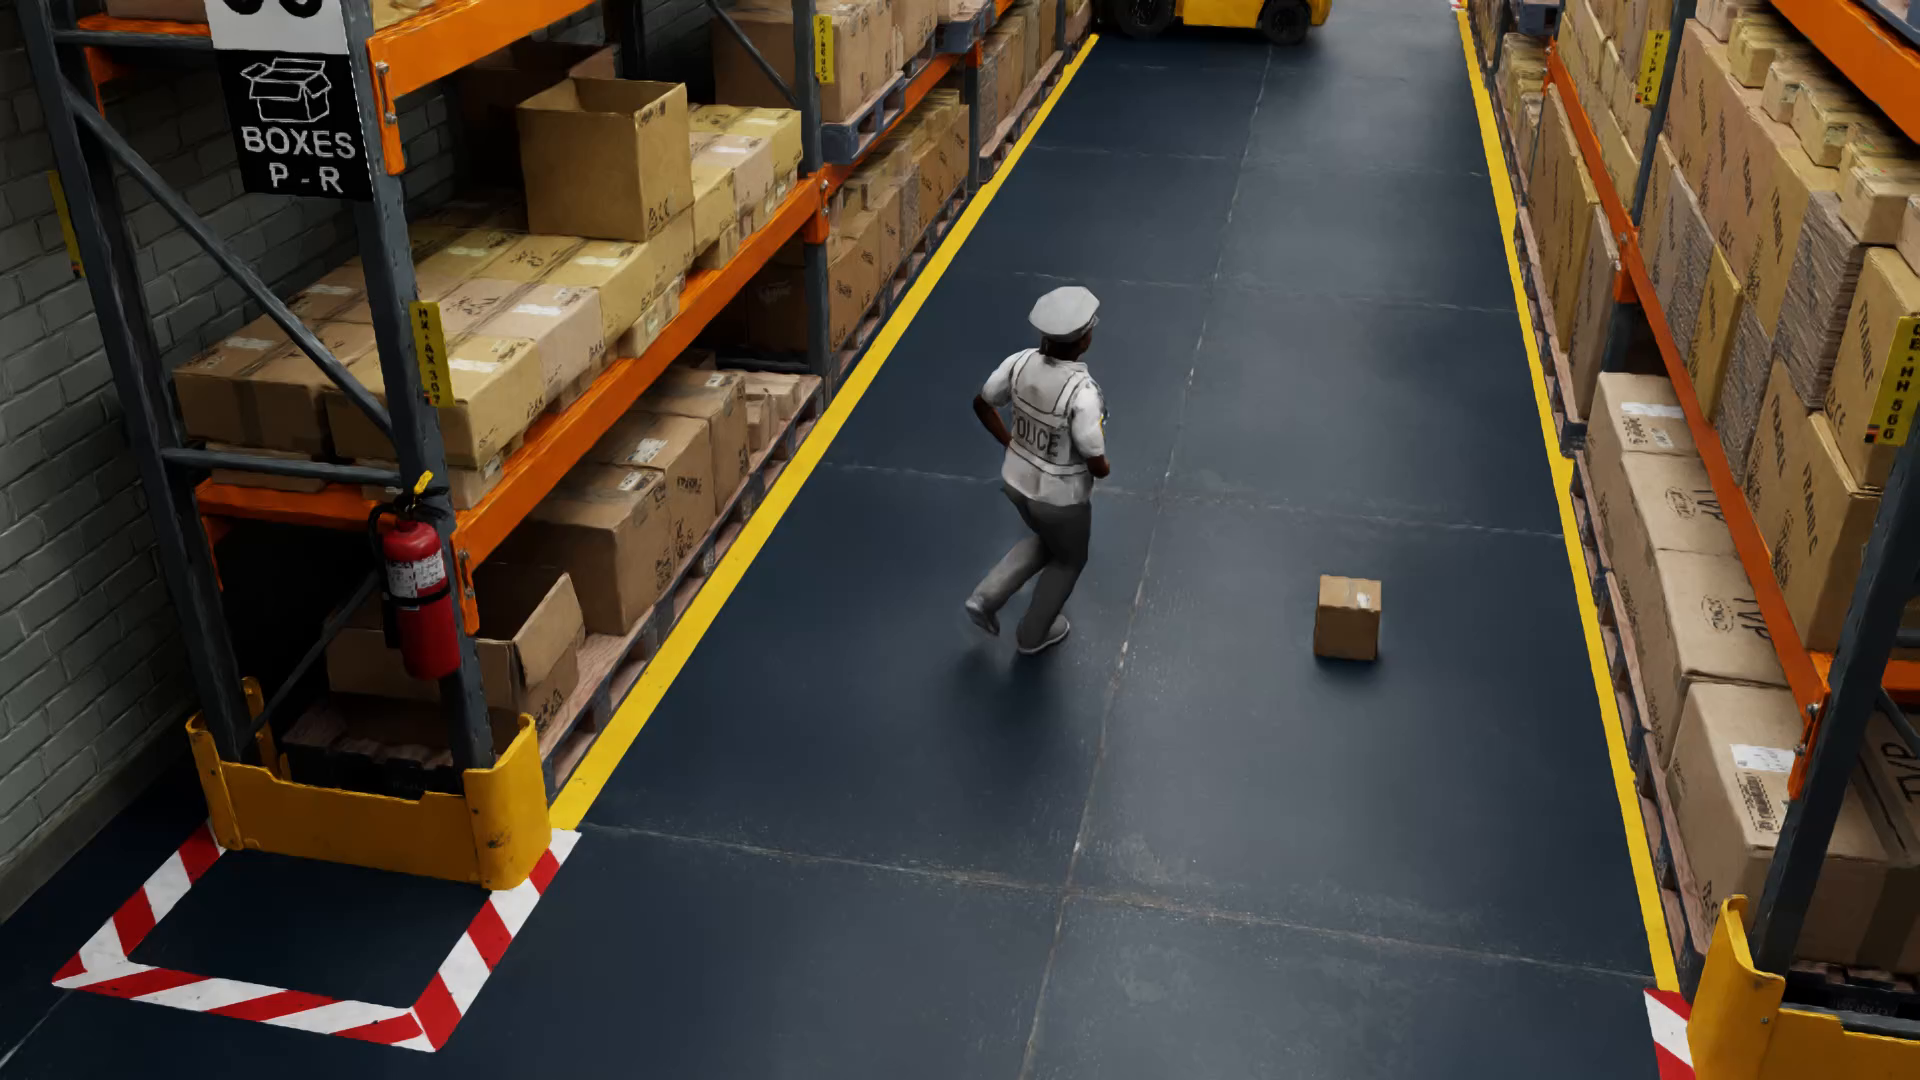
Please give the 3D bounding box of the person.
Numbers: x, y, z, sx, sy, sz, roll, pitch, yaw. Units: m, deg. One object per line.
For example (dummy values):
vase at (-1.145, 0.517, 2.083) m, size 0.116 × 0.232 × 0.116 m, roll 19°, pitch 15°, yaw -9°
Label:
person at (0.360, -0.213, 6.510) m, size 0.494 × 1.639 × 0.597 m, roll -20°, pitch 35°, yaw -32°
